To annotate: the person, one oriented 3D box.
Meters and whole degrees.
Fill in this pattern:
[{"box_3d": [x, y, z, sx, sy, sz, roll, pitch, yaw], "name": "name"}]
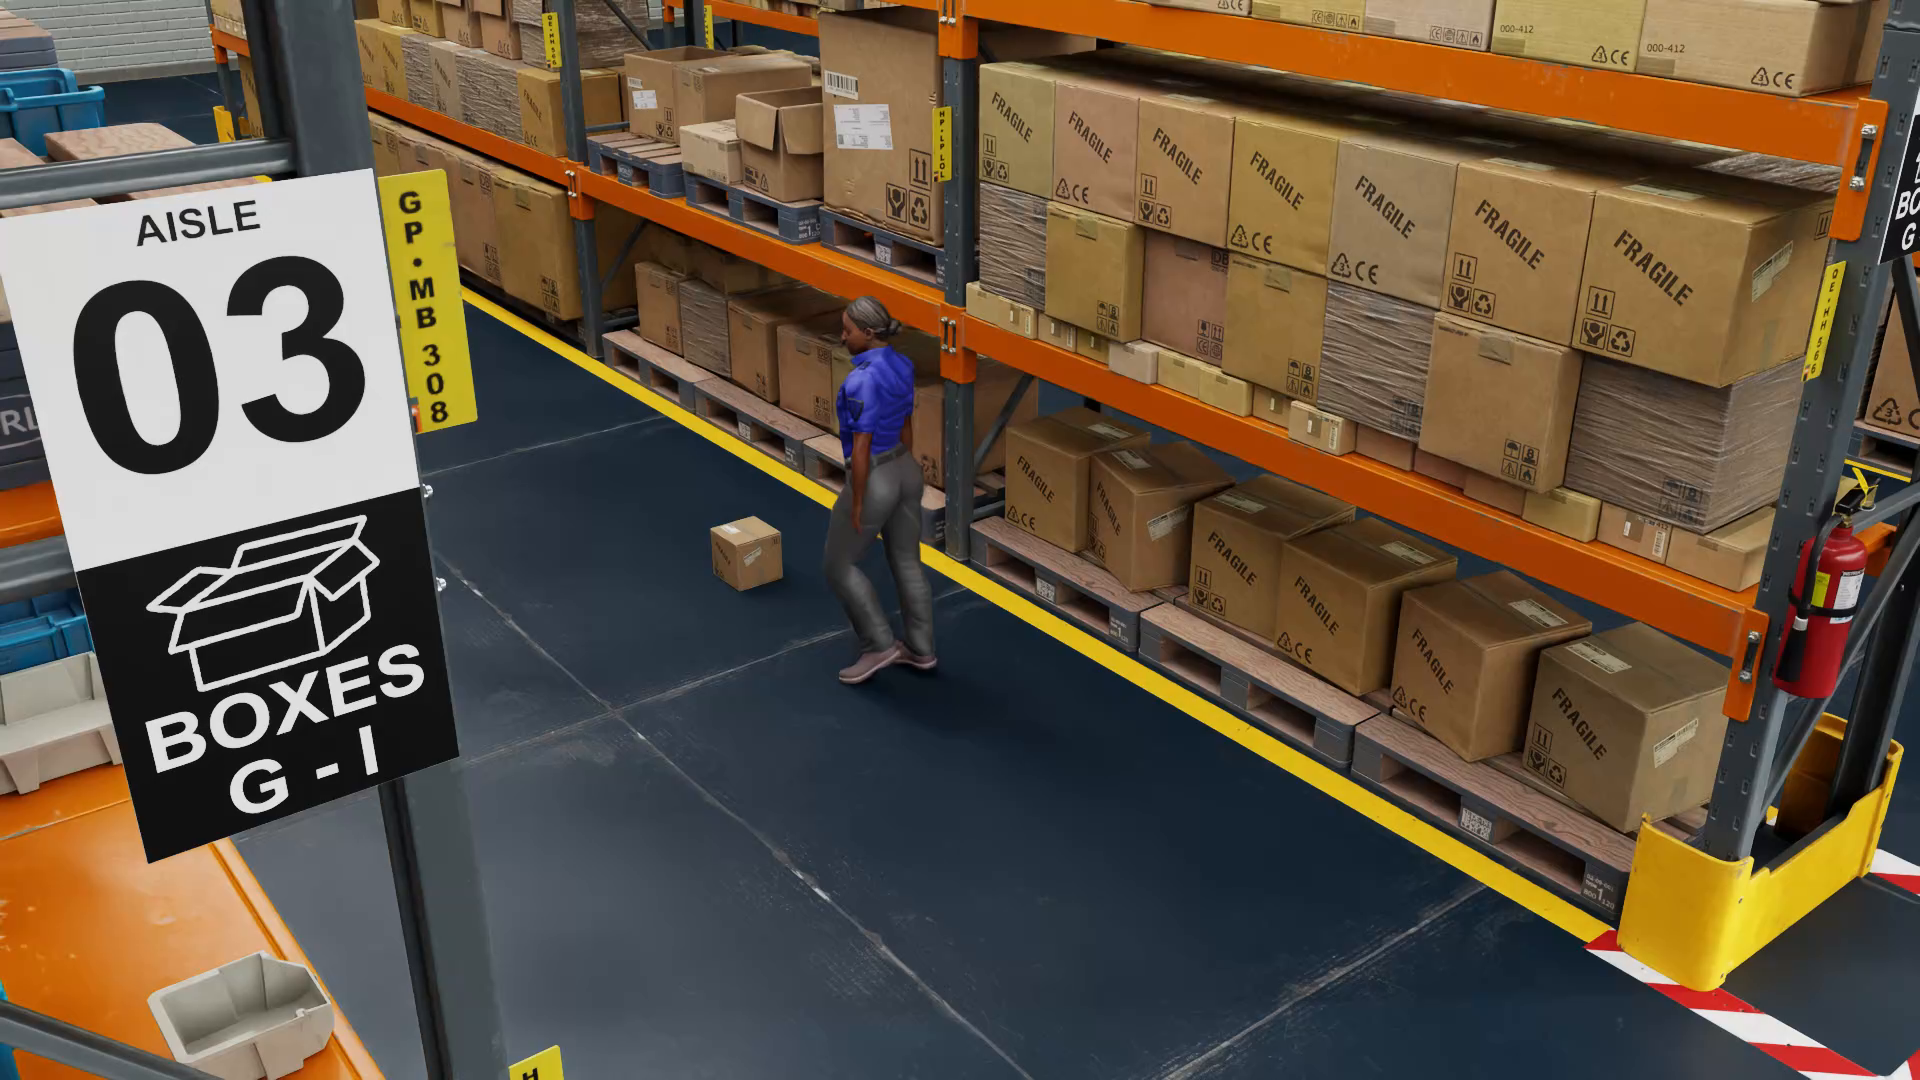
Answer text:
[{"box_3d": [-0.313, -0.202, 7.028, 0.455, 1.666, 0.516, 15, 29, 30], "name": "person"}]
